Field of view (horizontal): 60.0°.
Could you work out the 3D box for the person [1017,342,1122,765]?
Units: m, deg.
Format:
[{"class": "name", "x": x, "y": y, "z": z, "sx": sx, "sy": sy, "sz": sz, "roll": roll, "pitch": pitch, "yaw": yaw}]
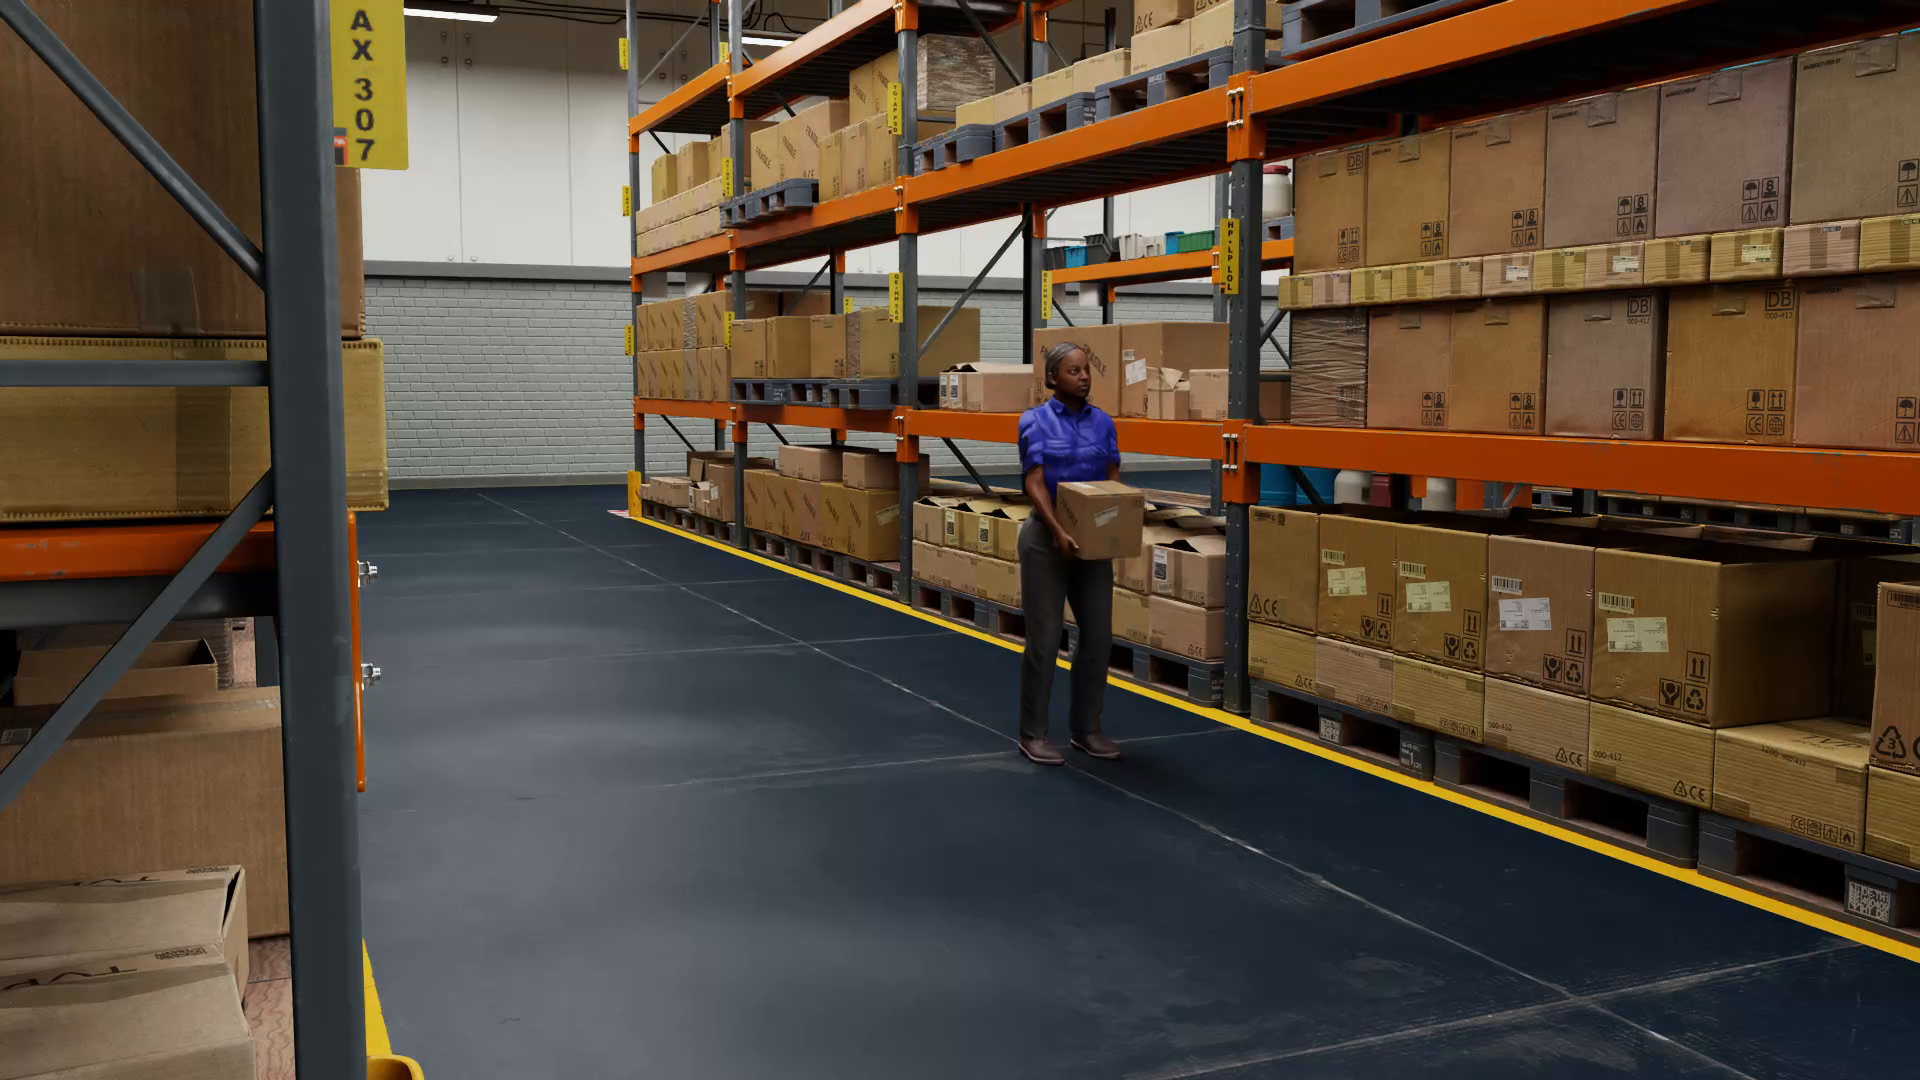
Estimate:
[{"class": "person", "x": 0.465, "y": 0.052, "z": 6.543, "sx": 0.435, "sy": 1.656, "sz": 0.504, "roll": -2, "pitch": 6, "yaw": -24}]
